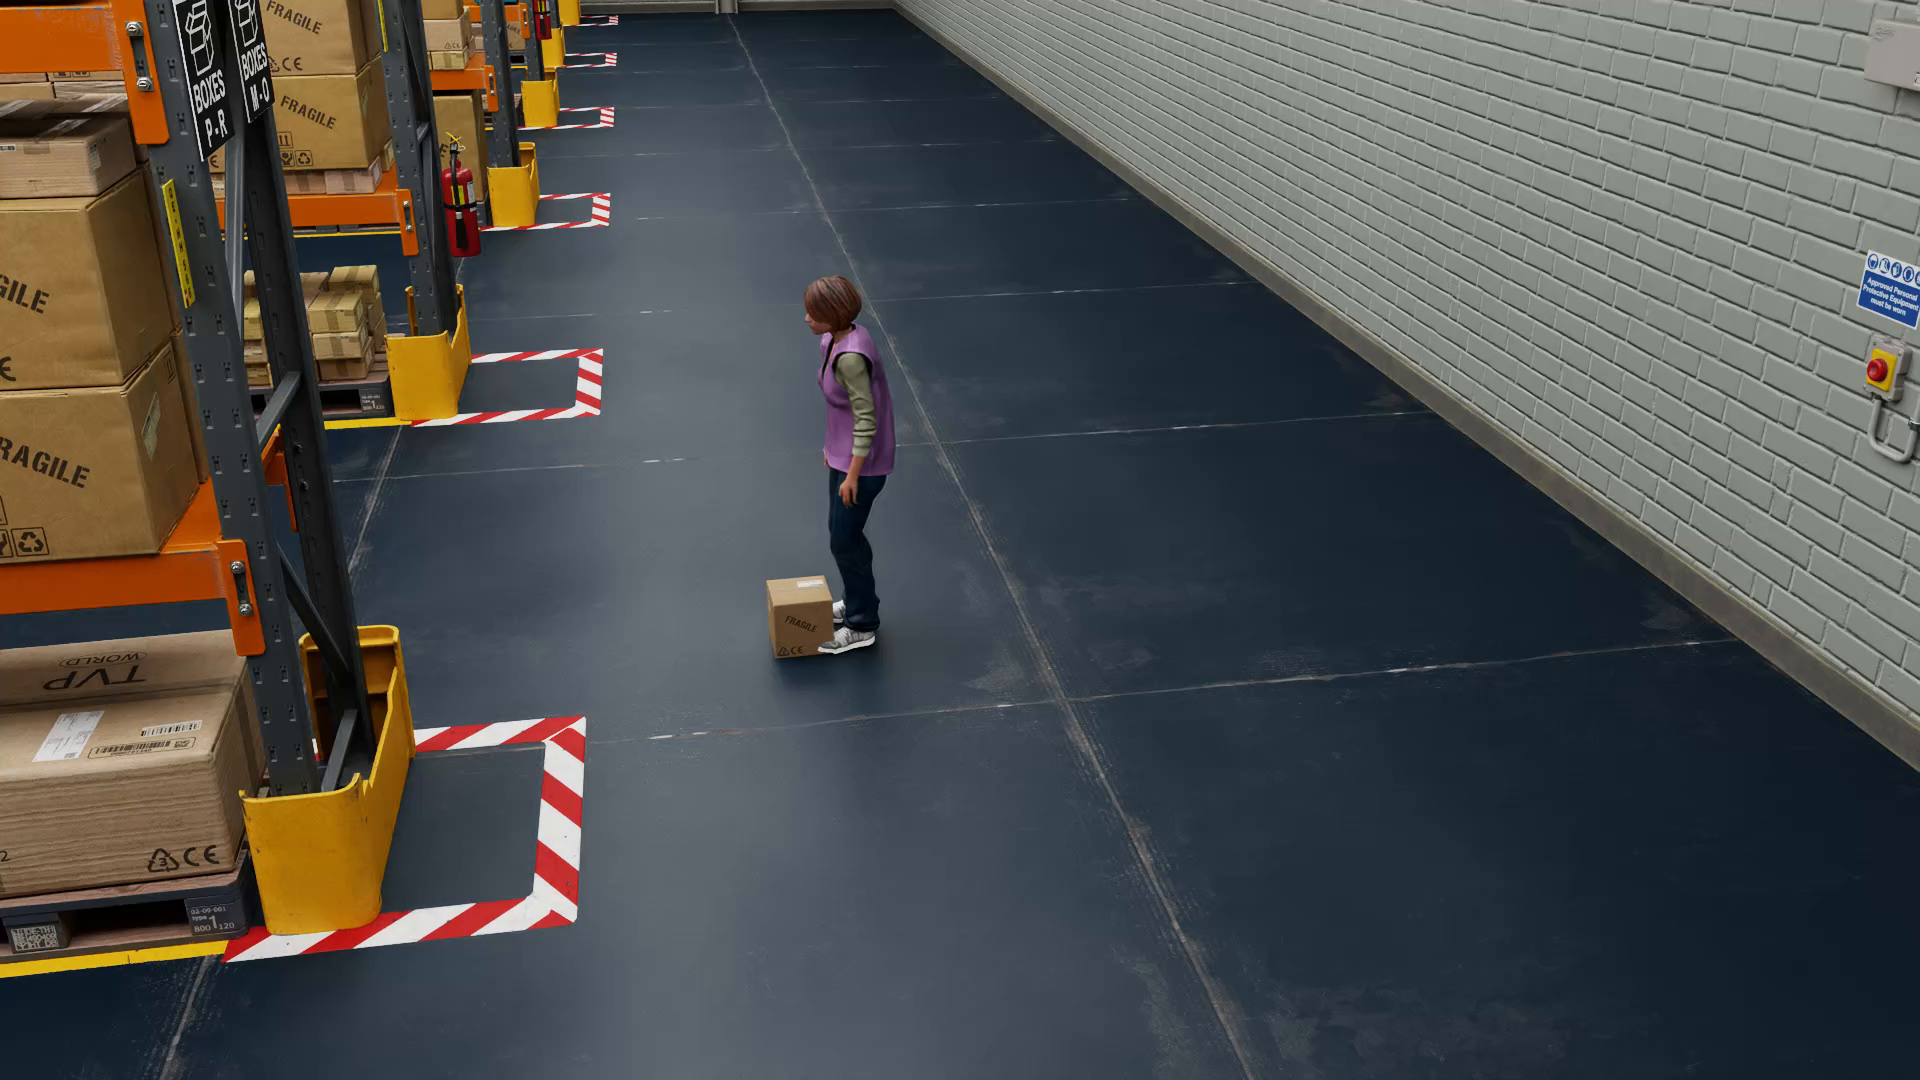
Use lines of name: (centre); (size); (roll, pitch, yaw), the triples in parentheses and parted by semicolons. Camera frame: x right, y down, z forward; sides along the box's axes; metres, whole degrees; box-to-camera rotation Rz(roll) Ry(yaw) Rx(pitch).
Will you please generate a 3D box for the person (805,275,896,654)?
person: (-0.459, -0.304, 6.818); (0.368, 1.582, 0.481); (-5, 24, -12)
